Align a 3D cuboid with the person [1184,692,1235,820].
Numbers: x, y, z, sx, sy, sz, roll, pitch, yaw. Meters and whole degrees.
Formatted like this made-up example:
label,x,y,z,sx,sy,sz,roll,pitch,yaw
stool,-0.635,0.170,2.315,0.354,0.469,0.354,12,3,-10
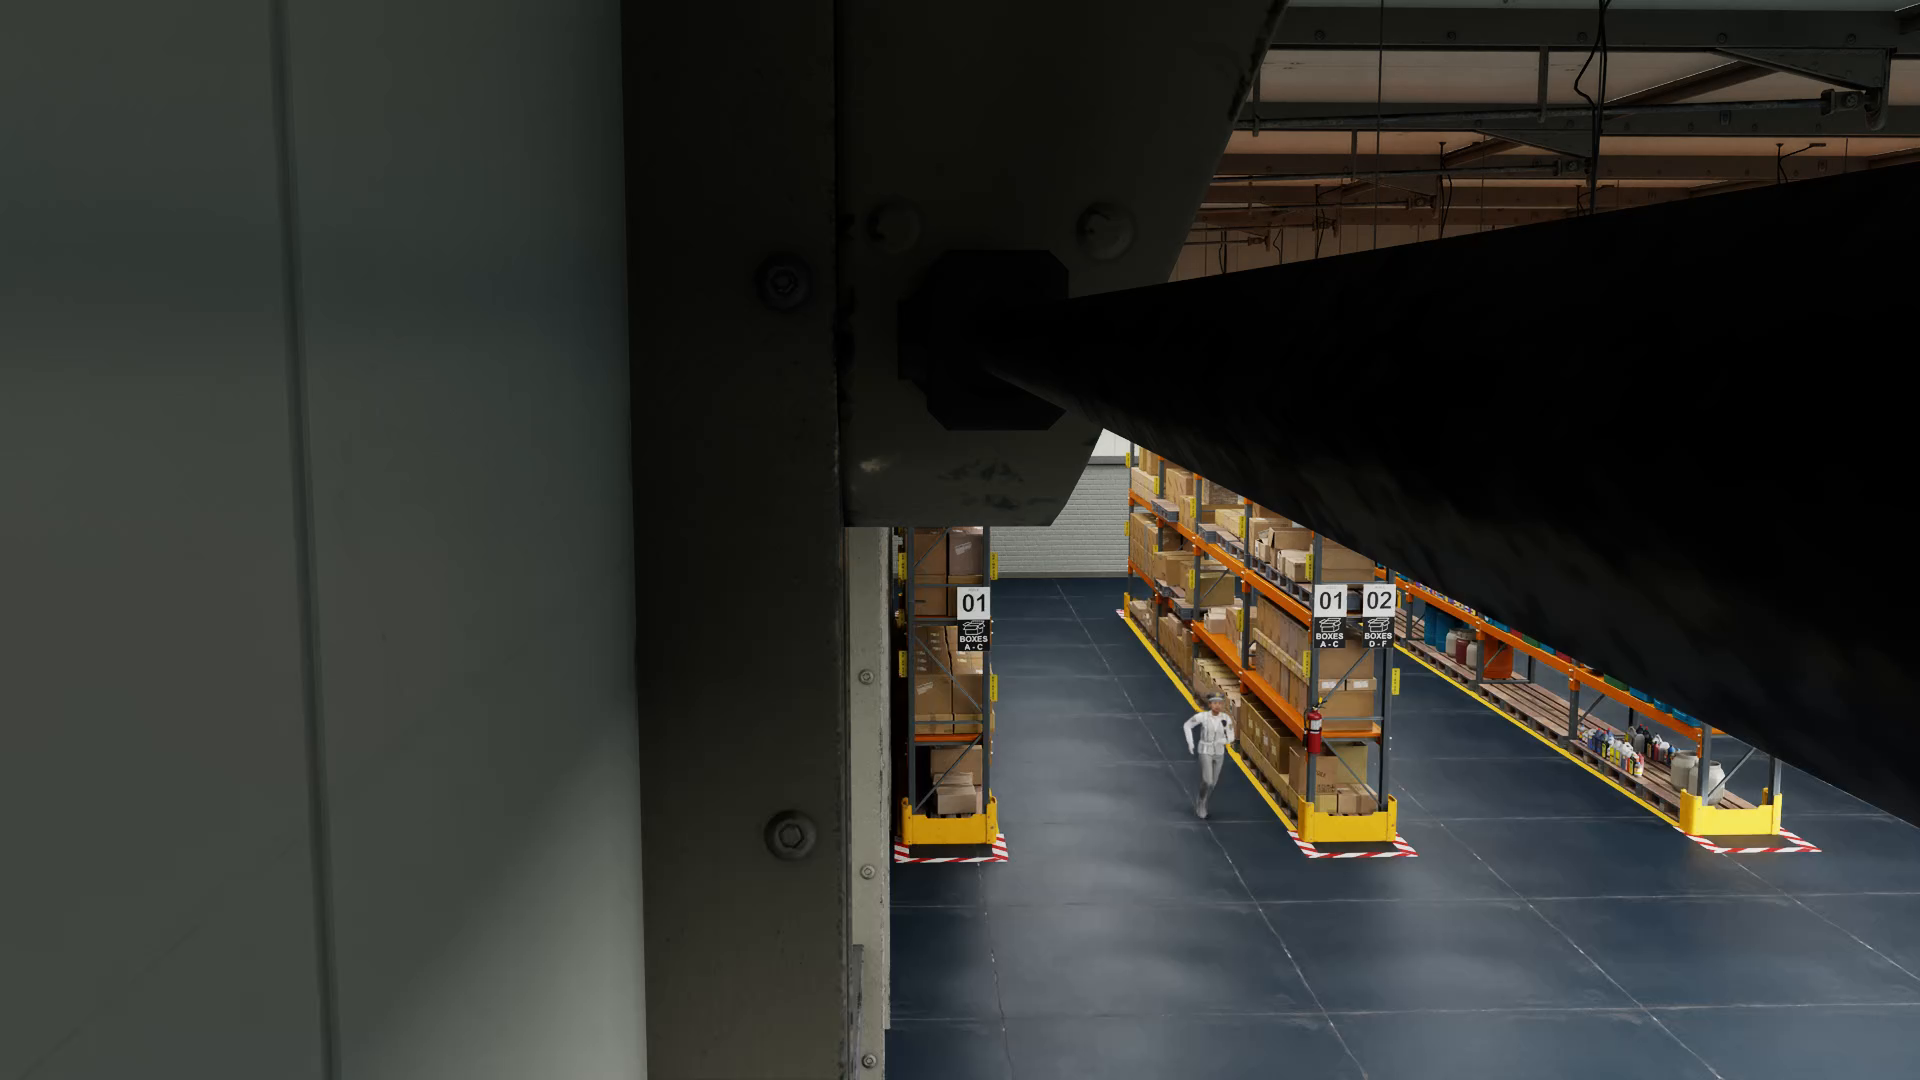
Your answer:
label,x,y,z,sx,sy,sz,roll,pitch,yaw
person,3.243,2.770,21.422,0.595,1.660,0.604,-2,7,-13
